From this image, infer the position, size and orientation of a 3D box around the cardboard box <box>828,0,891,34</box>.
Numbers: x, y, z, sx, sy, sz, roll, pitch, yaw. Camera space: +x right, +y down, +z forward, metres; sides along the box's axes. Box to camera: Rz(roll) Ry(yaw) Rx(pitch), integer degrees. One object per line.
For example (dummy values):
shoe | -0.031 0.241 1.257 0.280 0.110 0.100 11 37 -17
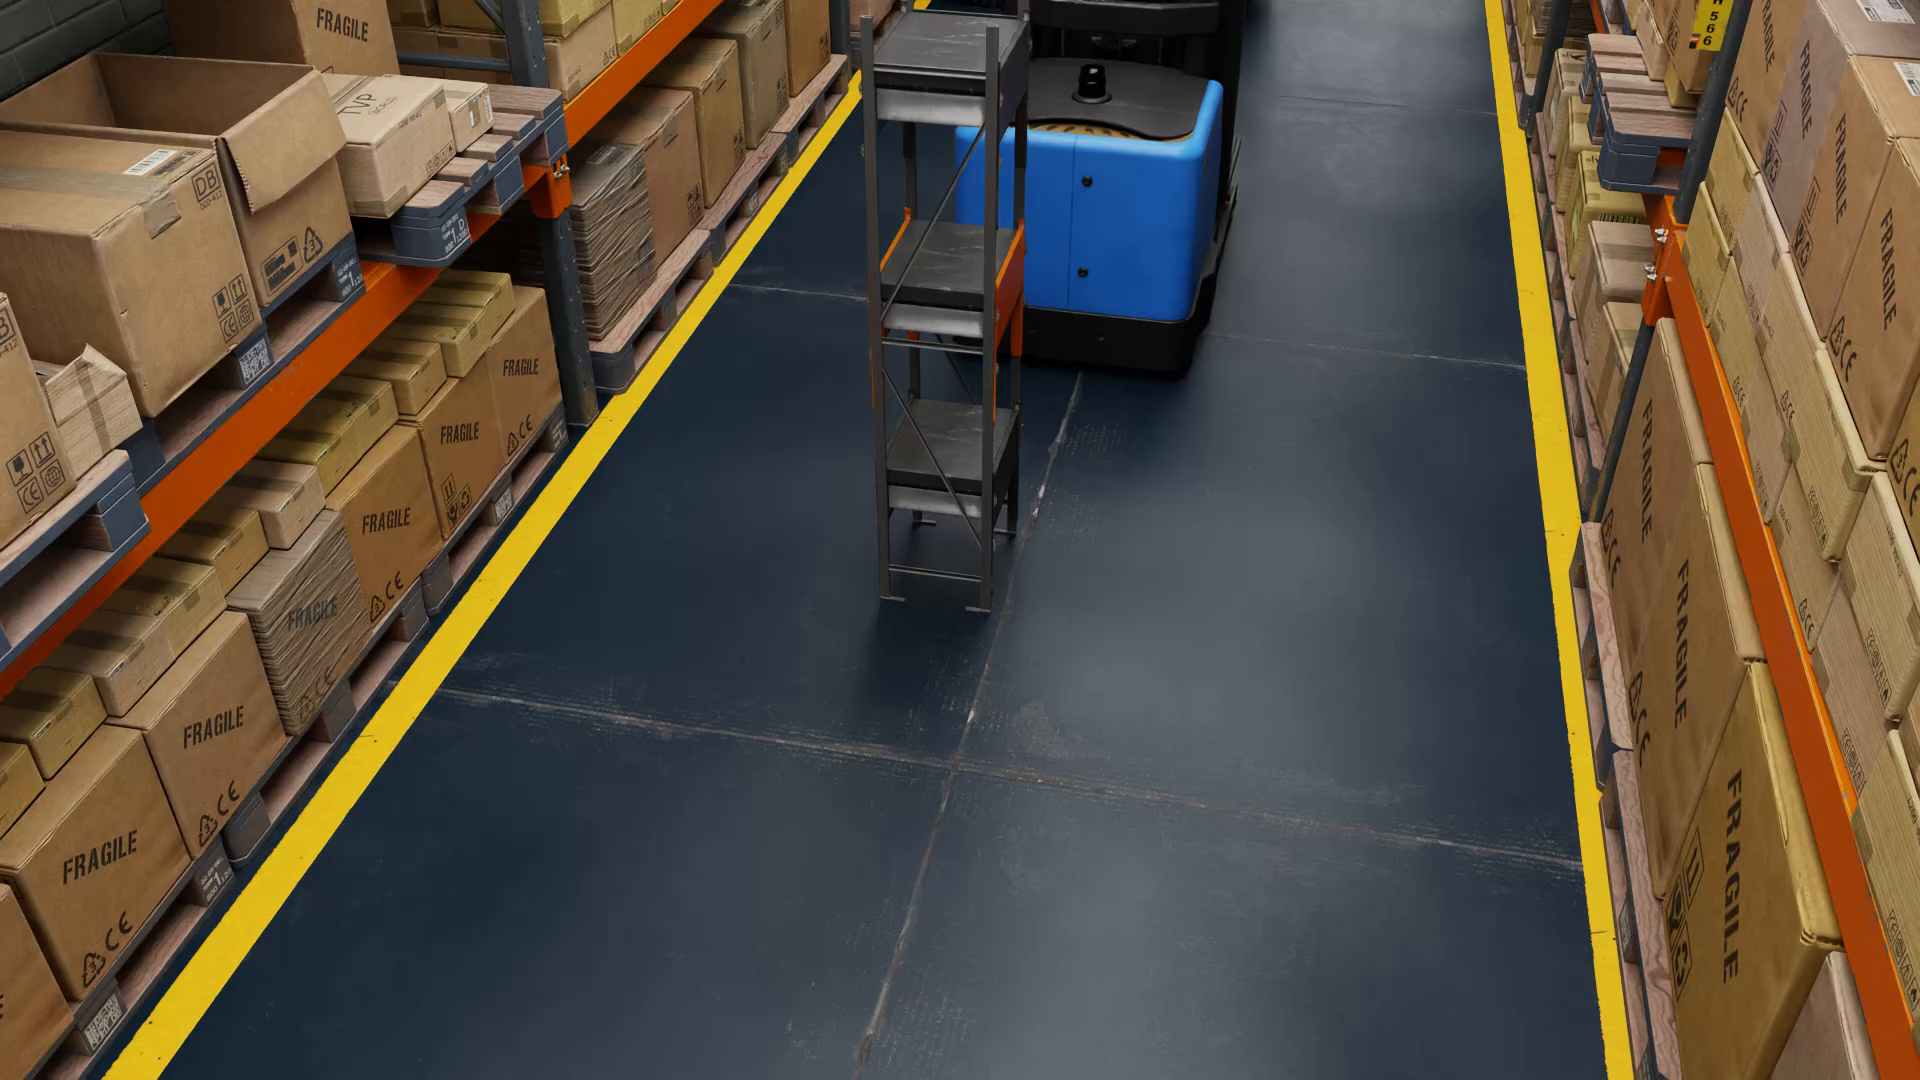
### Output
cardboard box | -0.732 -3.355 10.308 0.500 0.250 0.500 8 37 10

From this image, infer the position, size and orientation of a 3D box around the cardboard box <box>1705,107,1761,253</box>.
cardboard box | 2.488 -1.031 4.818 0.500 0.250 0.500 7 37 10

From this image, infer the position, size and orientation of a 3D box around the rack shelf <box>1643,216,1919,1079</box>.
rack shelf | 2.410 0.289 3.908 1.077 0.370 4.000 7 37 10

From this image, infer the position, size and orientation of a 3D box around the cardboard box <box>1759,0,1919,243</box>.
cardboard box | 2.396 -1.056 4.214 0.500 0.500 0.500 7 37 10

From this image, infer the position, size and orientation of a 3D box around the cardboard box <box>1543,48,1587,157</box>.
cardboard box | 3.582 -2.247 8.676 0.950 0.372 0.625 8 37 11

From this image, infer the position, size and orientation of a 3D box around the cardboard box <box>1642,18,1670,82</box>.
cardboard box | 2.674 -1.747 5.961 0.380 0.149 0.250 7 37 10

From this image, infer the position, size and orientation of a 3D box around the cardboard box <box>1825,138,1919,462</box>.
cardboard box | 2.160 -0.473 3.409 0.500 0.500 0.500 8 37 11

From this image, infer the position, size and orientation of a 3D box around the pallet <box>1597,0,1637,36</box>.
pallet | 3.220 -2.211 6.908 1.003 0.211 1.213 7 37 10

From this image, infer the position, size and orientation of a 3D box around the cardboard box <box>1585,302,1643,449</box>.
cardboard box | 2.968 -0.577 6.372 0.950 0.372 0.625 5 36 7

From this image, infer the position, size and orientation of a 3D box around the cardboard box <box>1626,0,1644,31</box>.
cardboard box | 2.781 -2.050 6.379 0.380 0.149 0.250 8 37 11

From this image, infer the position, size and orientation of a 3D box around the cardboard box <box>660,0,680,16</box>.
cardboard box | -1.464 -2.516 7.293 0.500 0.250 0.500 6 36 8

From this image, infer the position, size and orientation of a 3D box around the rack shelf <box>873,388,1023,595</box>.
rack shelf | -0.035 -0.177 5.922 0.431 0.518 0.480 7 37 10

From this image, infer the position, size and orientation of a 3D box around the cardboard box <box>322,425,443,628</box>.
cardboard box | -2.119 -0.071 5.565 0.500 0.500 0.500 9 37 12

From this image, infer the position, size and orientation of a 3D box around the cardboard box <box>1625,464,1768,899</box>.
cardboard box | 2.414 0.438 4.542 0.875 0.875 0.875 8 37 11

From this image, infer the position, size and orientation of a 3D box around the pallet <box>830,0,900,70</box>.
pallet | -0.948 -3.384 10.739 1.003 0.211 1.213 7 37 10

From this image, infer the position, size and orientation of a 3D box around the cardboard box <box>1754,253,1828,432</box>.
cardboard box | 2.258 -0.451 4.017 0.500 0.250 0.500 7 37 10

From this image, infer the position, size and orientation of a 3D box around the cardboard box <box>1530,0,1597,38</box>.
cardboard box | 3.556 -3.175 9.421 0.500 0.500 0.500 7 36 9

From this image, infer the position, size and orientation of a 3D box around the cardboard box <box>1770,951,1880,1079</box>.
cardboard box | 2.037 1.469 3.120 0.875 0.875 0.875 8 37 11

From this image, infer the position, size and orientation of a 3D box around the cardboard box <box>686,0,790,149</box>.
cardboard box | -1.432 -2.526 8.845 0.875 0.625 0.625 7 37 9

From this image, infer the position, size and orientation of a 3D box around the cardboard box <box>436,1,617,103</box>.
cardboard box | -1.679 -1.932 6.487 0.500 0.250 0.500 7 37 10

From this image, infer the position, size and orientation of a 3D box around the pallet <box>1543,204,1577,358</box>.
pallet | 3.268 -1.165 7.677 1.003 0.211 1.213 7 37 10

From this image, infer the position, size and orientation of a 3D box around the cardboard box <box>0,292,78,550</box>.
cardboard box | -2.435 -0.232 3.571 0.700 0.500 0.500 8 37 10

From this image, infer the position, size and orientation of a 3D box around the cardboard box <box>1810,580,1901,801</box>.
cardboard box | 2.069 0.338 3.356 0.500 0.250 0.500 6 36 9

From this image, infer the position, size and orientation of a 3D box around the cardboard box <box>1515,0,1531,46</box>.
cardboard box | 3.659 -3.178 10.064 0.500 0.250 0.500 6 36 9

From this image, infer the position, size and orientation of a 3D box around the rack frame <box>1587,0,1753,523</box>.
rack frame | 2.837 -1.149 5.279 1.000 3.000 0.127 7 37 10

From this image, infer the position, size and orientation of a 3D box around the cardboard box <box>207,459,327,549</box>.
cardboard box | -2.181 -0.118 5.076 0.380 0.149 0.250 6 36 8

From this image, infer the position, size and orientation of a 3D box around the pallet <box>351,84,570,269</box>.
pallet | -2.089 -1.294 5.643 1.213 0.211 1.003 7 37 10

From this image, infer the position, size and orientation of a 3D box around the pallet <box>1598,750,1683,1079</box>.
pallet | 2.332 1.120 4.525 1.003 0.211 1.213 7 37 10

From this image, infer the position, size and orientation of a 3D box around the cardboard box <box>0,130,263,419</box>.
cardboard box | -2.267 -0.682 4.192 0.700 0.500 0.500 7 37 10

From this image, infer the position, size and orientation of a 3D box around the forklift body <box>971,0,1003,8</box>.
forklift body | 1.073 -4.696 10.896 2.313 2.155 1.214 7 37 10

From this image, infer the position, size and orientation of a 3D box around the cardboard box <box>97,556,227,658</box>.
cardboard box | -2.313 0.175 4.672 0.380 0.149 0.250 9 37 12

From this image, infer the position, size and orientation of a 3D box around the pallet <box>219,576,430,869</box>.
pallet | -2.472 0.481 5.407 1.003 0.211 1.213 7 37 10

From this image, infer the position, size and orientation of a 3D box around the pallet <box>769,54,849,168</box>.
pallet | -1.278 -2.506 9.527 1.003 0.211 1.213 7 37 10

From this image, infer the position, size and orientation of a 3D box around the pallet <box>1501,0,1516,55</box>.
pallet | 4.059 -3.404 10.767 1.003 0.211 1.213 7 37 10

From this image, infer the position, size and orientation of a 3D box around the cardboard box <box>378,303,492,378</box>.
cardboard box | -1.899 -0.714 5.899 0.380 0.149 0.250 6 36 8

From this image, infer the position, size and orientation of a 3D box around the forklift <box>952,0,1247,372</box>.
forklift | 0.804 -2.769 7.573 1.130 2.935 3.031 8 37 11

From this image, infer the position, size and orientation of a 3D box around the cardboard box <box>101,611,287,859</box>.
cardboard box | -2.329 0.525 4.741 0.500 0.500 0.500 6 36 9

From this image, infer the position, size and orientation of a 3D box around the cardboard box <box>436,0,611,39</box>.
cardboard box | -1.655 -2.131 6.336 0.500 0.250 0.500 7 37 10

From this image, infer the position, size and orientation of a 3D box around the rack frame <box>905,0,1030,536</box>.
rack frame | 0.017 -0.895 5.696 0.400 2.100 0.015 7 37 10

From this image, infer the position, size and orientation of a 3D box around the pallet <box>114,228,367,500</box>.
pallet | -2.424 -0.576 4.652 1.003 0.211 1.213 7 37 10

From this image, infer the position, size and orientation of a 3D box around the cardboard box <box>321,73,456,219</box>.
cardboard box | -1.922 -1.233 5.165 0.500 0.250 0.500 6 36 8

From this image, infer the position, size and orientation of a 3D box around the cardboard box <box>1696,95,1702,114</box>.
cardboard box | 2.677 -1.435 5.529 0.380 0.149 0.250 9 37 12

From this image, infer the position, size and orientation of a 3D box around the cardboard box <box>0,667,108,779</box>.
cardboard box | -2.458 0.456 4.285 0.380 0.149 0.250 7 36 9

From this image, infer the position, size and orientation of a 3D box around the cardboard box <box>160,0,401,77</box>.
cardboard box | -2.275 -1.704 5.602 0.500 0.500 0.500 9 37 12

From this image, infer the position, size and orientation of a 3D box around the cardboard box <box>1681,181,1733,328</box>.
cardboard box | 2.487 -0.839 4.979 0.500 0.250 0.500 7 36 9

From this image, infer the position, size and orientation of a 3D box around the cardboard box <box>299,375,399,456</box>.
cardboard box | -2.099 -0.423 5.497 0.380 0.149 0.250 8 37 11

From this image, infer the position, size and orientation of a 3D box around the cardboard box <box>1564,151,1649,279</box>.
cardboard box | 3.285 -1.436 7.556 0.950 0.372 0.625 8 37 12

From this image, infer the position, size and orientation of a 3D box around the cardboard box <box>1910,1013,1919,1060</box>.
cardboard box | 1.832 0.916 2.557 0.500 0.250 0.500 6 36 9

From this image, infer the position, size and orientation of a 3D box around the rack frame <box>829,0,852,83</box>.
rack frame | -1.158 -4.062 9.299 1.000 3.000 0.127 7 37 10

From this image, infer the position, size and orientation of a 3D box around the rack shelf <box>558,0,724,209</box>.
rack shelf | -1.586 -2.624 7.928 1.077 0.370 4.000 7 37 10

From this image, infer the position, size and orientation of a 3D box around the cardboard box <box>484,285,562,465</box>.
cardboard box | -1.893 -0.657 6.373 0.500 0.500 0.500 8 37 11

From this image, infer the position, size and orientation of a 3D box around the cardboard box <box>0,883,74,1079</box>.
cardboard box | -2.544 1.117 3.924 0.500 0.500 0.500 9 37 12

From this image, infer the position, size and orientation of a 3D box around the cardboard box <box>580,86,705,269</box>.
cardboard box | -1.734 -1.709 7.717 0.875 0.625 0.625 8 37 11

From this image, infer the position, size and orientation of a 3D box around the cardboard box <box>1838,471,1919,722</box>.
cardboard box | 2.044 0.134 3.210 0.500 0.250 0.500 8 37 11

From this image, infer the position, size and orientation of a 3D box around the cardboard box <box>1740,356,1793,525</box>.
cardboard box | 2.277 -0.242 4.156 0.500 0.250 0.500 8 37 12

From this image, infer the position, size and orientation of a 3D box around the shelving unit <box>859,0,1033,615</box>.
shelving unit | -0.035 -0.755 5.503 0.431 2.100 0.503 7 37 10

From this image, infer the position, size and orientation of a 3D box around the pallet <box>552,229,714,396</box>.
pallet | -1.799 -1.107 7.597 1.003 0.211 1.213 7 37 10

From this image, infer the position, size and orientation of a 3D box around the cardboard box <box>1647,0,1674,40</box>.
cardboard box | 2.762 -2.073 5.858 0.500 0.500 0.500 7 36 9
